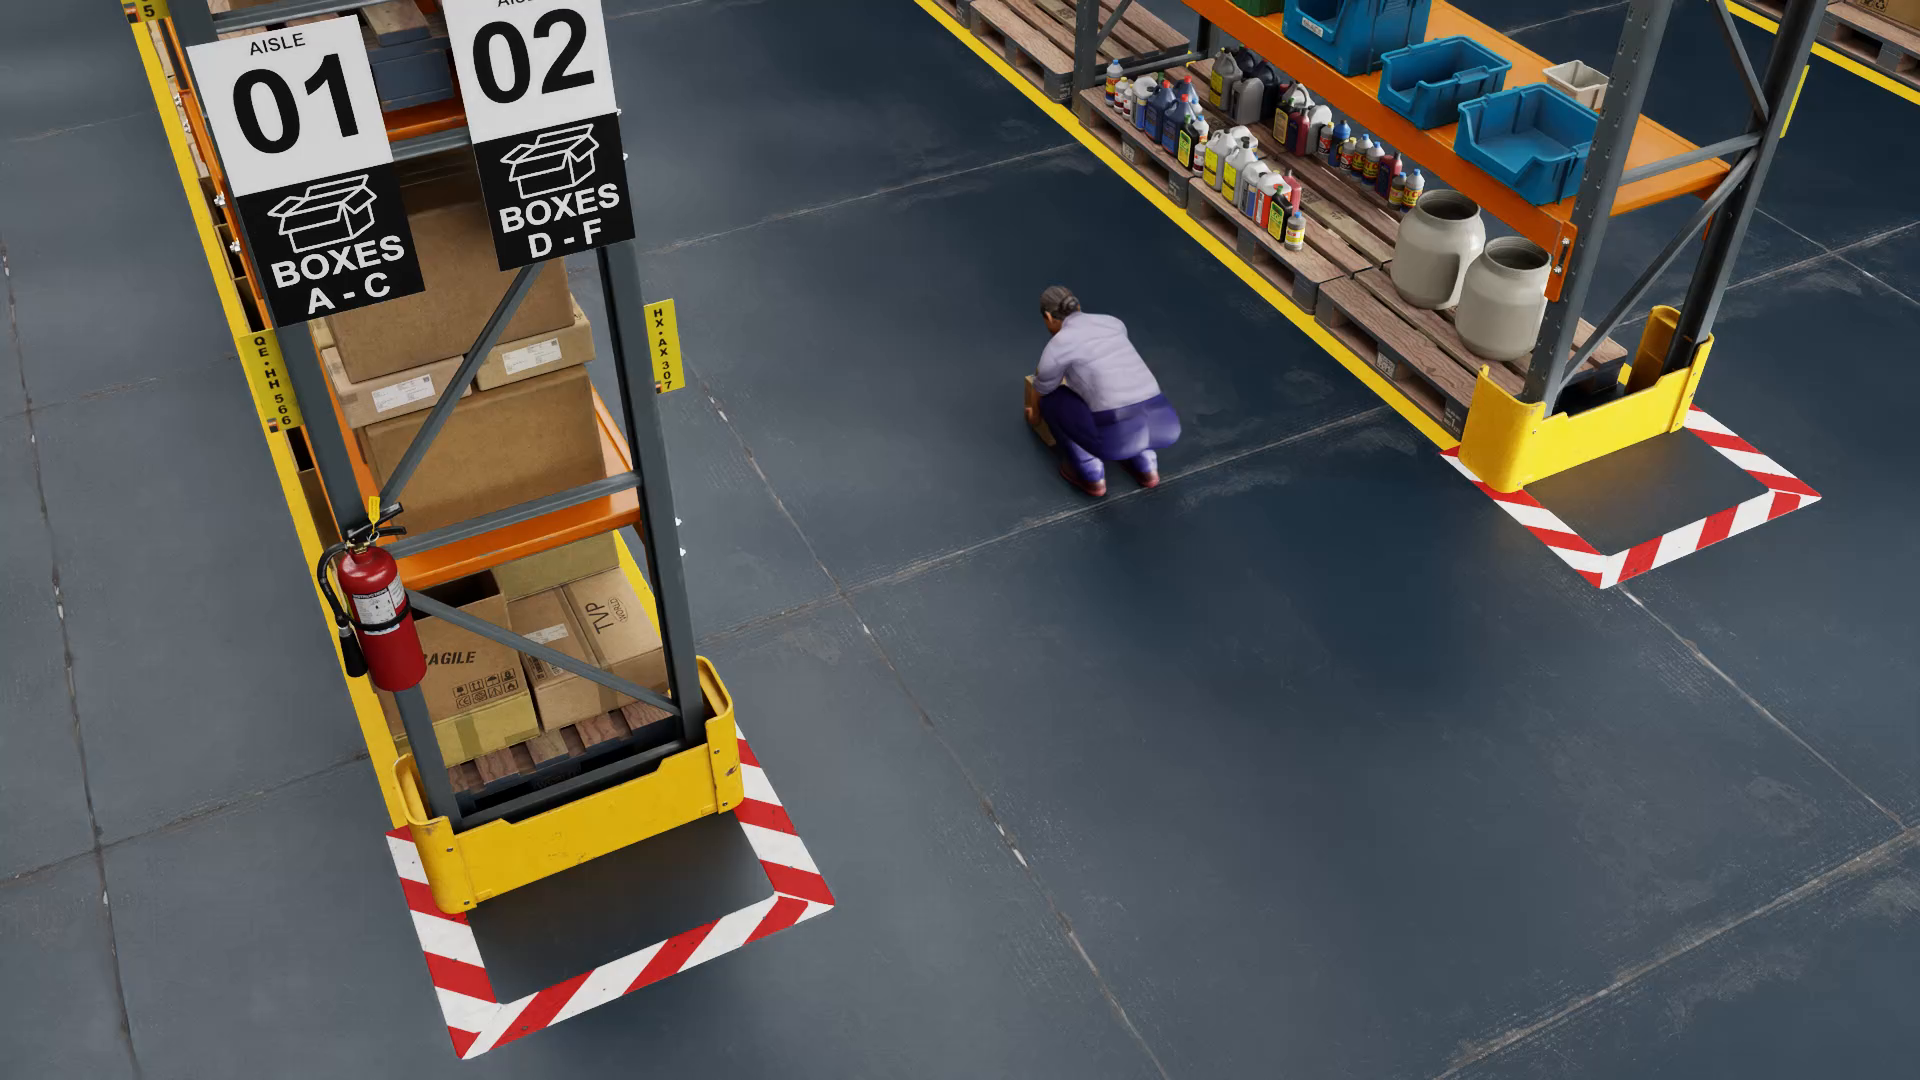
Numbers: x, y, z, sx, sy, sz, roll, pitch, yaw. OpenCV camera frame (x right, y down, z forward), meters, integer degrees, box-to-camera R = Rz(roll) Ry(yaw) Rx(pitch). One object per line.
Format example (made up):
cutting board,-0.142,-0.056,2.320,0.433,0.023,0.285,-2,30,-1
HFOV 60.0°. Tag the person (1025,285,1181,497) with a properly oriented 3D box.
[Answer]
person,0.640,-0.657,7.544,0.520,0.822,0.822,-19,45,-20
